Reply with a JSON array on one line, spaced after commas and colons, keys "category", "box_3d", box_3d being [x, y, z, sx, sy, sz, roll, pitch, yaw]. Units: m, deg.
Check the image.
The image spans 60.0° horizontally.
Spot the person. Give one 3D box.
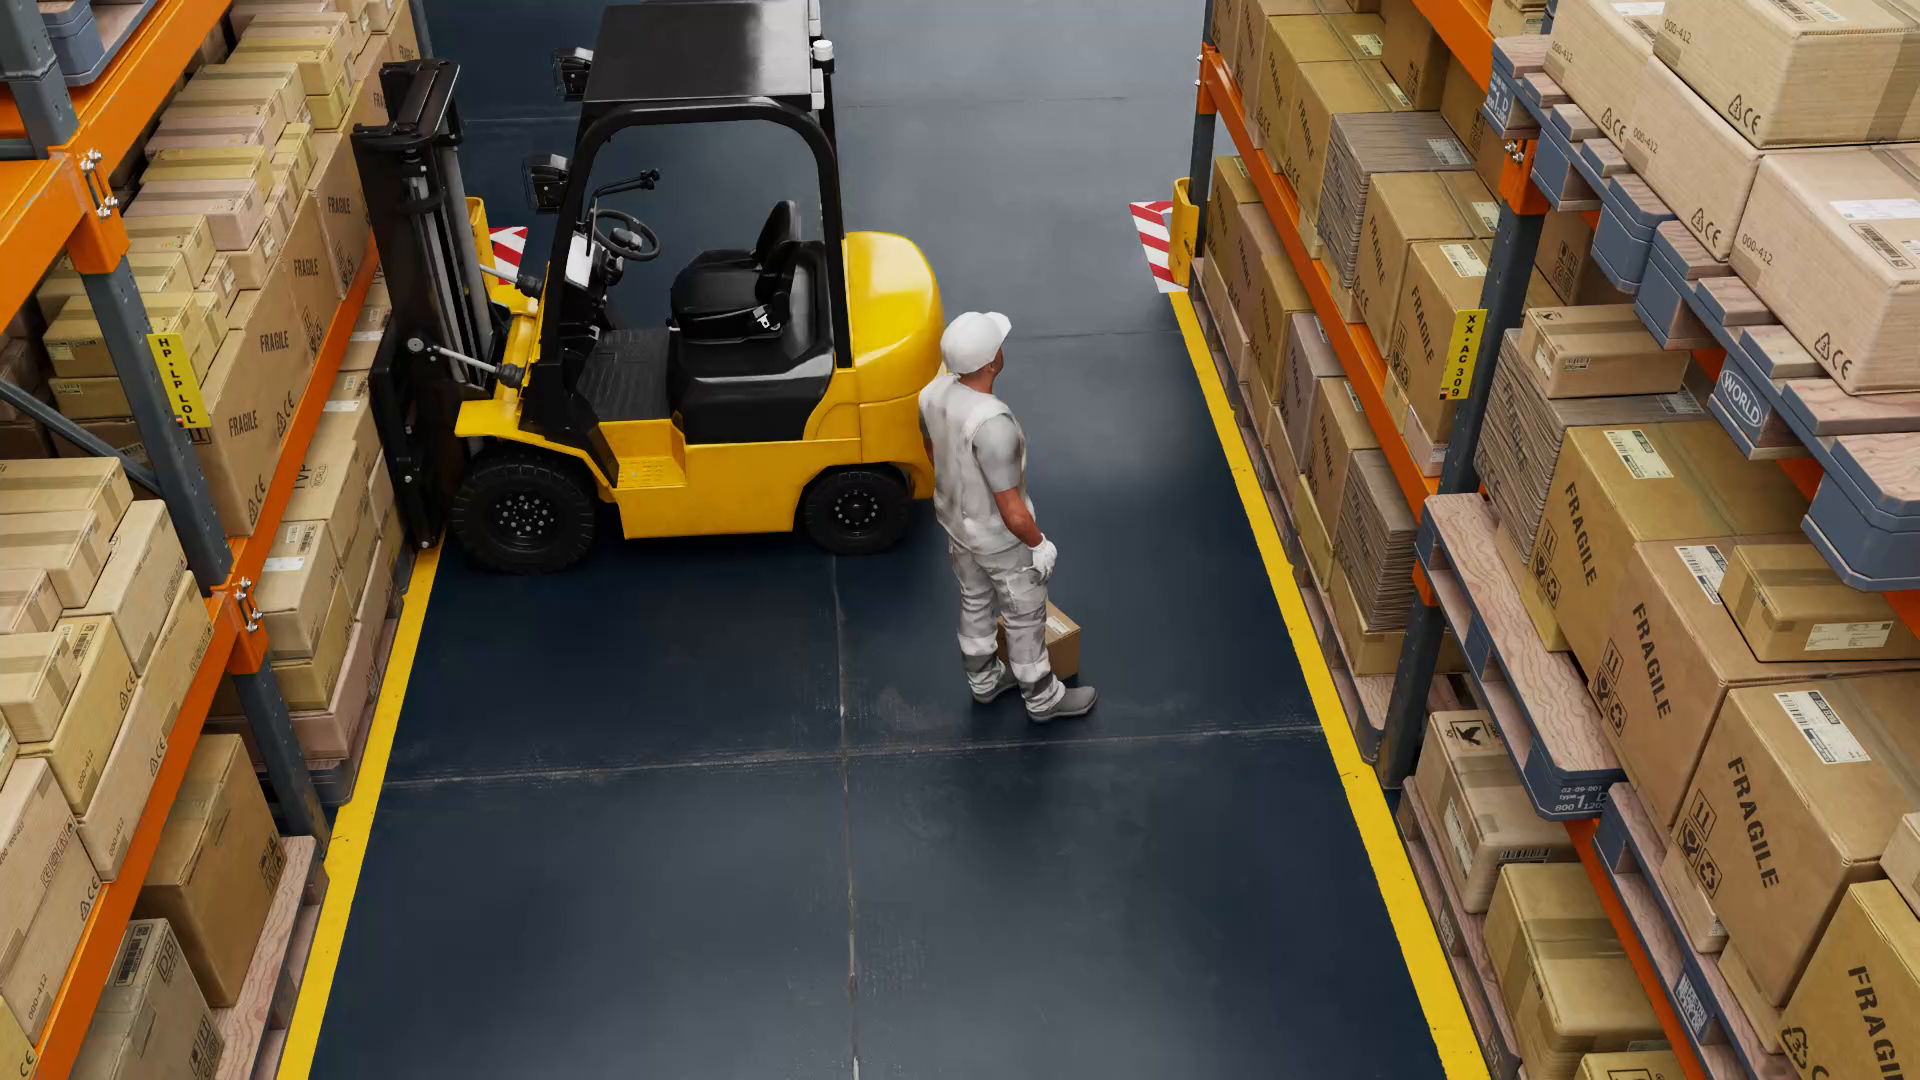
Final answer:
[{"category": "person", "box_3d": [0.176, -0.087, 6.227, 0.562, 1.790, 0.637, -23, 44, -26]}]
